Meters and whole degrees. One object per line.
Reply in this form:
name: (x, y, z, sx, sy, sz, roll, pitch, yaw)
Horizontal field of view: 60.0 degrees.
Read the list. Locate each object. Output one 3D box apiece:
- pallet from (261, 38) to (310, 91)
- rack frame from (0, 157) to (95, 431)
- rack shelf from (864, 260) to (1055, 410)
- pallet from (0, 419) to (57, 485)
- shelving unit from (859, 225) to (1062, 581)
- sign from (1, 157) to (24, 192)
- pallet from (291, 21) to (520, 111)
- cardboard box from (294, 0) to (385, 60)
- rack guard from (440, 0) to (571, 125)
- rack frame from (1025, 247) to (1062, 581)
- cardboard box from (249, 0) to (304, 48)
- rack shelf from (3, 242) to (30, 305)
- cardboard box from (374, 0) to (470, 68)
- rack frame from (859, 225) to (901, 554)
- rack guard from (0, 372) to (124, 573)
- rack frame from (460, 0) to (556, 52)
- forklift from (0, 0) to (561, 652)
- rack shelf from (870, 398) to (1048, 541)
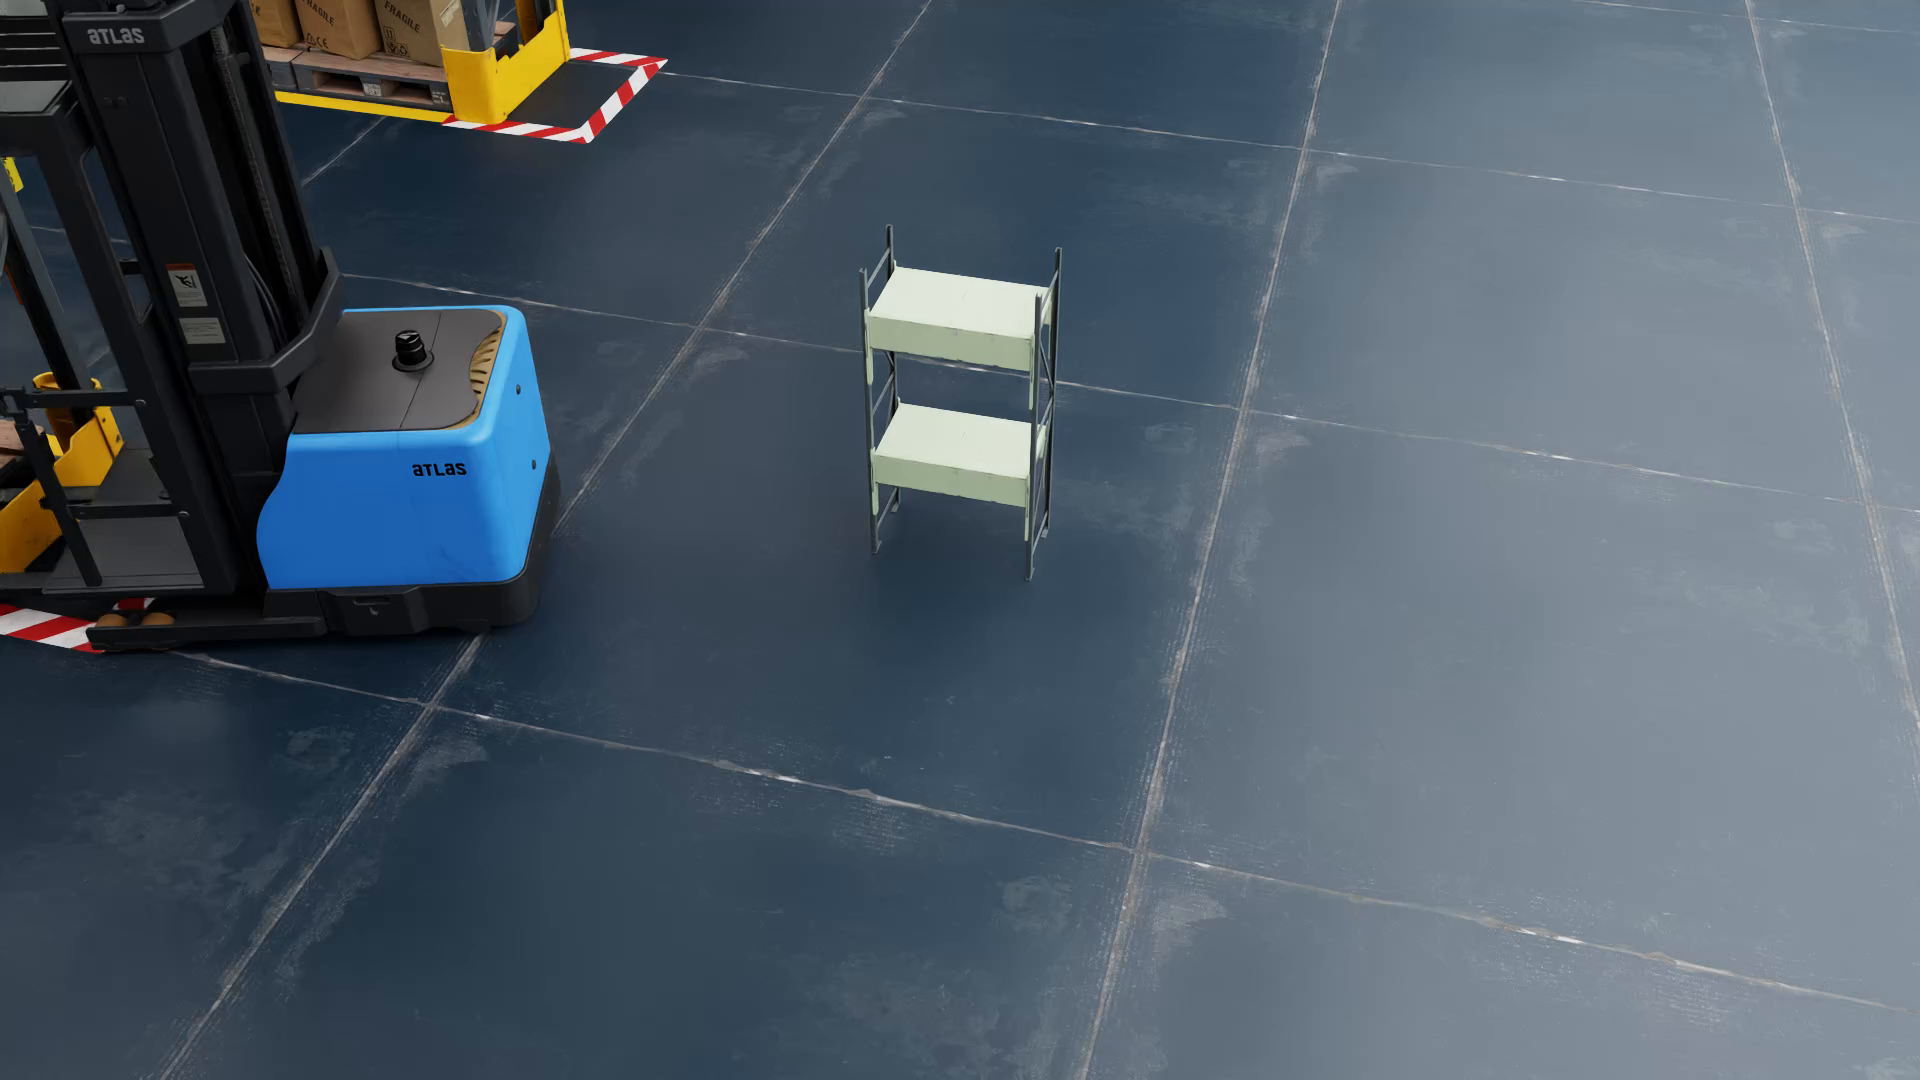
pallet: (-5.034, -3.586, 11.881, 1.213, 0.211, 1.003, 10, 41, 11)
rack frame: (-4.290, -1.203, 6.875, 0.127, 3.000, 1.000, 10, 41, 11)
rack shelf: (0.006, -0.872, 7.040, 0.720, 0.370, 0.431, 10, 41, 11)
pallet: (-5.159, -0.257, 7.917, 1.213, 0.211, 1.003, 10, 41, 11)
shelving unit: (0.006, -0.573, 7.291, 0.755, 1.500, 0.431, 10, 41, 11)
sign: (-4.144, -1.651, 7.192, 0.005, 0.325, 0.100, 10, 41, 11)
pallet: (-3.859, -3.382, 11.638, 1.213, 0.211, 1.003, 10, 41, 11)
cardboard box: (-4.195, -3.676, 11.437, 0.500, 0.500, 0.500, 20, 44, 23)
rack guard: (-3.083, -3.336, 11.358, 0.348, 0.500, 1.175, 10, 41, 11)
rack frame: (0.360, -0.512, 7.218, 0.023, 1.500, 0.400, 10, 41, 11)
cardboard box: (-4.795, -3.792, 11.575, 0.500, 0.500, 0.500, 13, 42, 15)
rack shelf: (-6.222, -1.260, 7.502, 4.000, 0.370, 1.077, 10, 41, 11)
cardboard box: (-3.609, -3.598, 11.344, 0.500, 0.500, 0.500, 17, 43, 19)
rack frame: (-0.347, -0.634, 7.363, 0.023, 1.500, 0.400, 10, 41, 11)
rack guard: (-4.376, -0.230, 7.659, 0.348, 0.500, 1.175, 10, 41, 11)
rack frame: (-3.010, -4.281, 10.539, 0.127, 3.000, 1.000, 10, 41, 11)
forklift: (-3.399, -0.989, 6.673, 3.031, 2.935, 1.130, -2, 40, -2)
rack shelf: (0.006, -0.324, 7.501, 0.720, 0.370, 0.431, 10, 41, 11)
